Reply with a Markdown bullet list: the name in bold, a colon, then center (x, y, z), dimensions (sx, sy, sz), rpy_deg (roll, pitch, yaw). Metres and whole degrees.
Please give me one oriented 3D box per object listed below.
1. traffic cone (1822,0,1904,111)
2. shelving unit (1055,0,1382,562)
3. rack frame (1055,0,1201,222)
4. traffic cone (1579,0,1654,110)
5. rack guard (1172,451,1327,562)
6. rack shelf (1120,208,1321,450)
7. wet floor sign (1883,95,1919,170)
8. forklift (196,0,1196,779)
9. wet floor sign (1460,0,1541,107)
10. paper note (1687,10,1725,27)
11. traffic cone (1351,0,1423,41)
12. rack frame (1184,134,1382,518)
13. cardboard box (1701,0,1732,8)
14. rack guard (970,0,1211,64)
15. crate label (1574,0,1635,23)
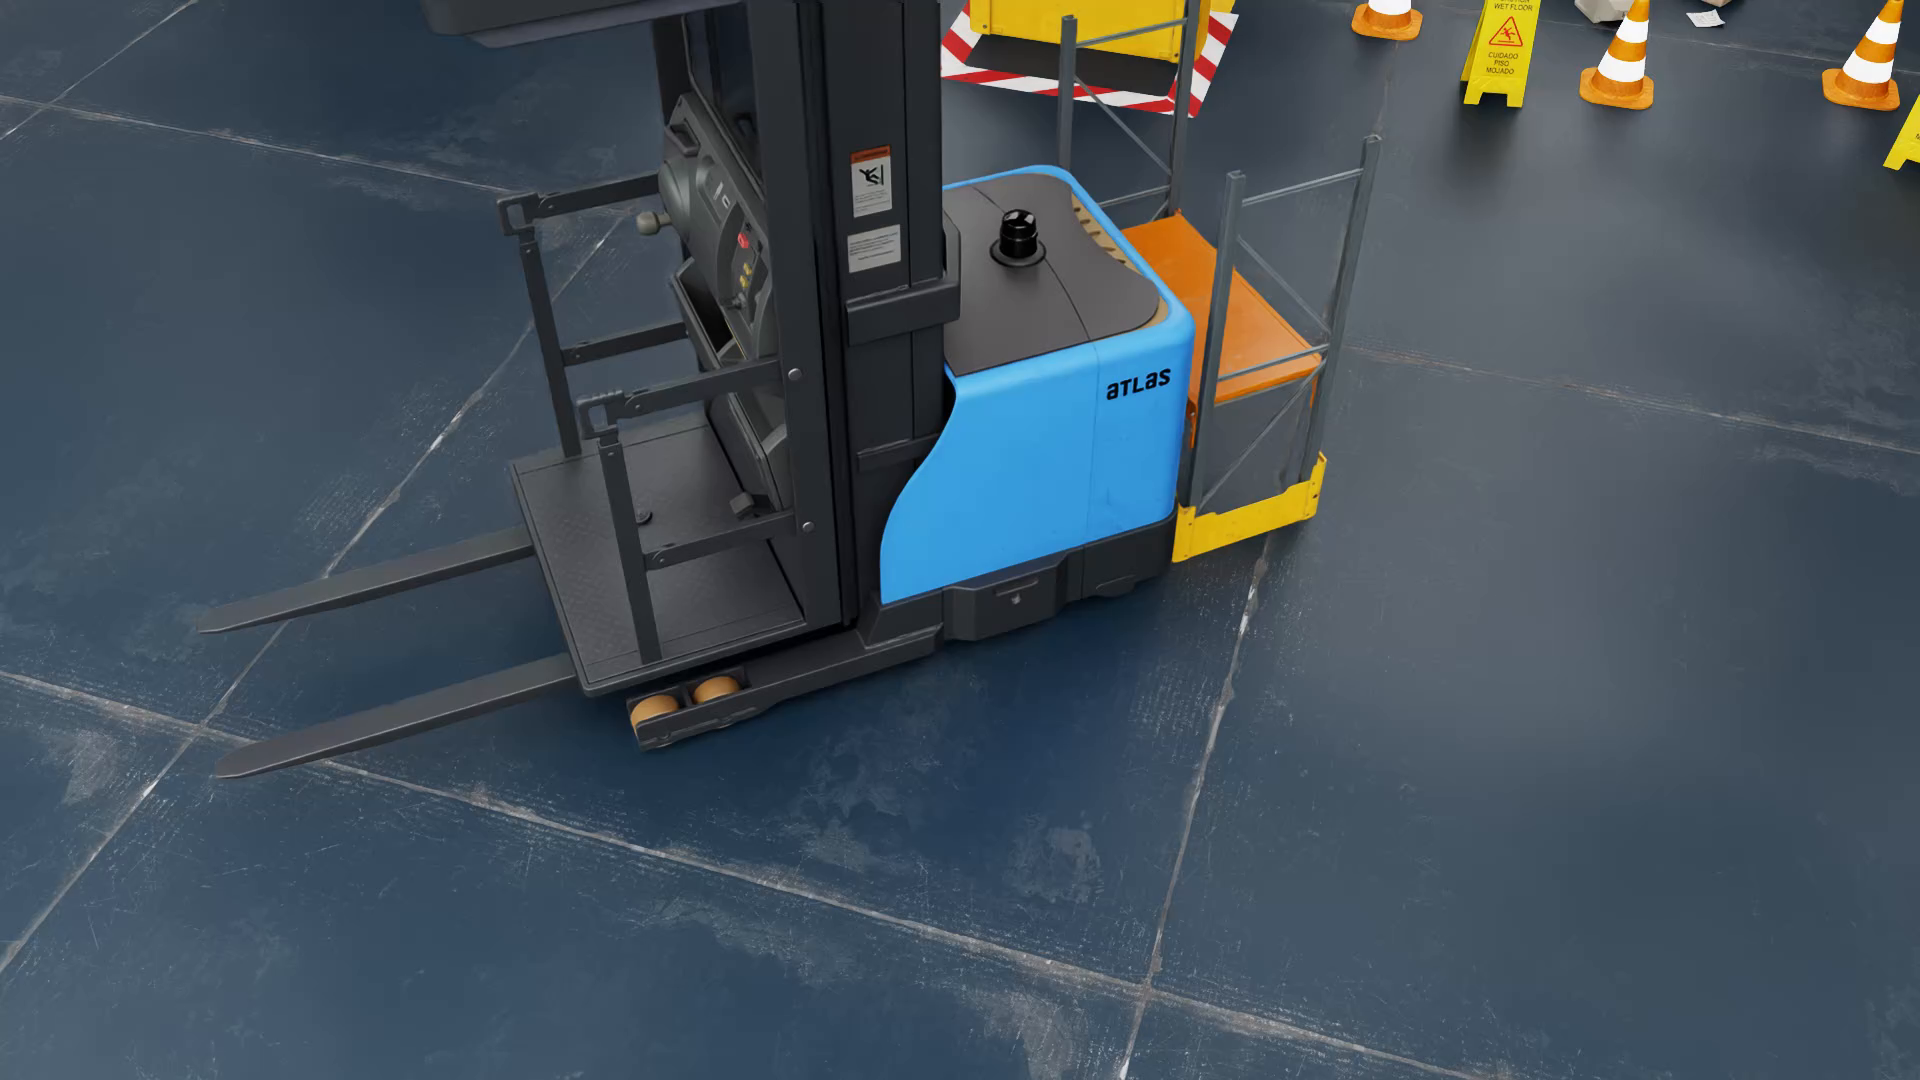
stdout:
- **traffic cone**: center (4.298, -2.311, 7.781), dimensions (0.336, 0.463, 0.334), rpy_deg (13, 46, 13)
- **shelving unit**: center (0.766, -0.883, 5.580), dimensions (0.587, 1.500, 1.083), rpy_deg (-18, 47, -17)
- **rack frame**: center (0.558, -1.200, 5.904), dimensions (0.500, 1.500, 0.032), rpy_deg (-18, 47, -17)
- **traffic cone**: center (3.137, -2.320, 7.790), dimensions (0.336, 0.463, 0.334), rpy_deg (13, 46, 13)
- **rack guard**: center (0.973, -0.119, 5.693), dimensions (0.587, 0.250, 0.087), rpy_deg (-18, 47, -17)
- **rack shelf**: center (0.770, -0.748, 5.700), dimensions (0.538, 0.185, 1.000), rpy_deg (-18, 47, -17)
- **wet floor sign**: center (4.320, -1.916, 7.247), dimensions (0.267, 0.644, 0.232), rpy_deg (28, 51, 26)
- **forklift**: center (-0.853, -0.833, 4.506), dimensions (3.031, 2.935, 1.130), rpy_deg (-16, 47, -16)
- **wet floor sign**: center (2.527, -2.359, 7.699), dimensions (0.267, 0.644, 0.232), rpy_deg (5, 45, 5)
- **paper note**: center (3.786, -2.648, 8.435), dimensions (0.148, 0.019, 0.142), rpy_deg (-2, 44, -2)
- **traffic cone**: center (2.163, -2.786, 8.266), dimensions (0.336, 0.463, 0.334), rpy_deg (13, 46, 13)
- **rack frame**: center (0.981, -0.554, 5.244), dimensions (0.500, 1.500, 0.032), rpy_deg (-18, 47, -17)
- **cardboard box**: center (3.868, -2.940, 8.648), dimensions (0.250, 0.149, 0.380), rpy_deg (-33, 53, -29)
- **rack guard**: center (0.641, -2.730, 8.182), dimensions (1.175, 0.500, 0.348), rpy_deg (13, 46, 13)
- **crate label**: center (3.316, -2.740, 8.452), dimensions (0.250, 0.136, 0.298), rpy_deg (-9, 45, -9)
